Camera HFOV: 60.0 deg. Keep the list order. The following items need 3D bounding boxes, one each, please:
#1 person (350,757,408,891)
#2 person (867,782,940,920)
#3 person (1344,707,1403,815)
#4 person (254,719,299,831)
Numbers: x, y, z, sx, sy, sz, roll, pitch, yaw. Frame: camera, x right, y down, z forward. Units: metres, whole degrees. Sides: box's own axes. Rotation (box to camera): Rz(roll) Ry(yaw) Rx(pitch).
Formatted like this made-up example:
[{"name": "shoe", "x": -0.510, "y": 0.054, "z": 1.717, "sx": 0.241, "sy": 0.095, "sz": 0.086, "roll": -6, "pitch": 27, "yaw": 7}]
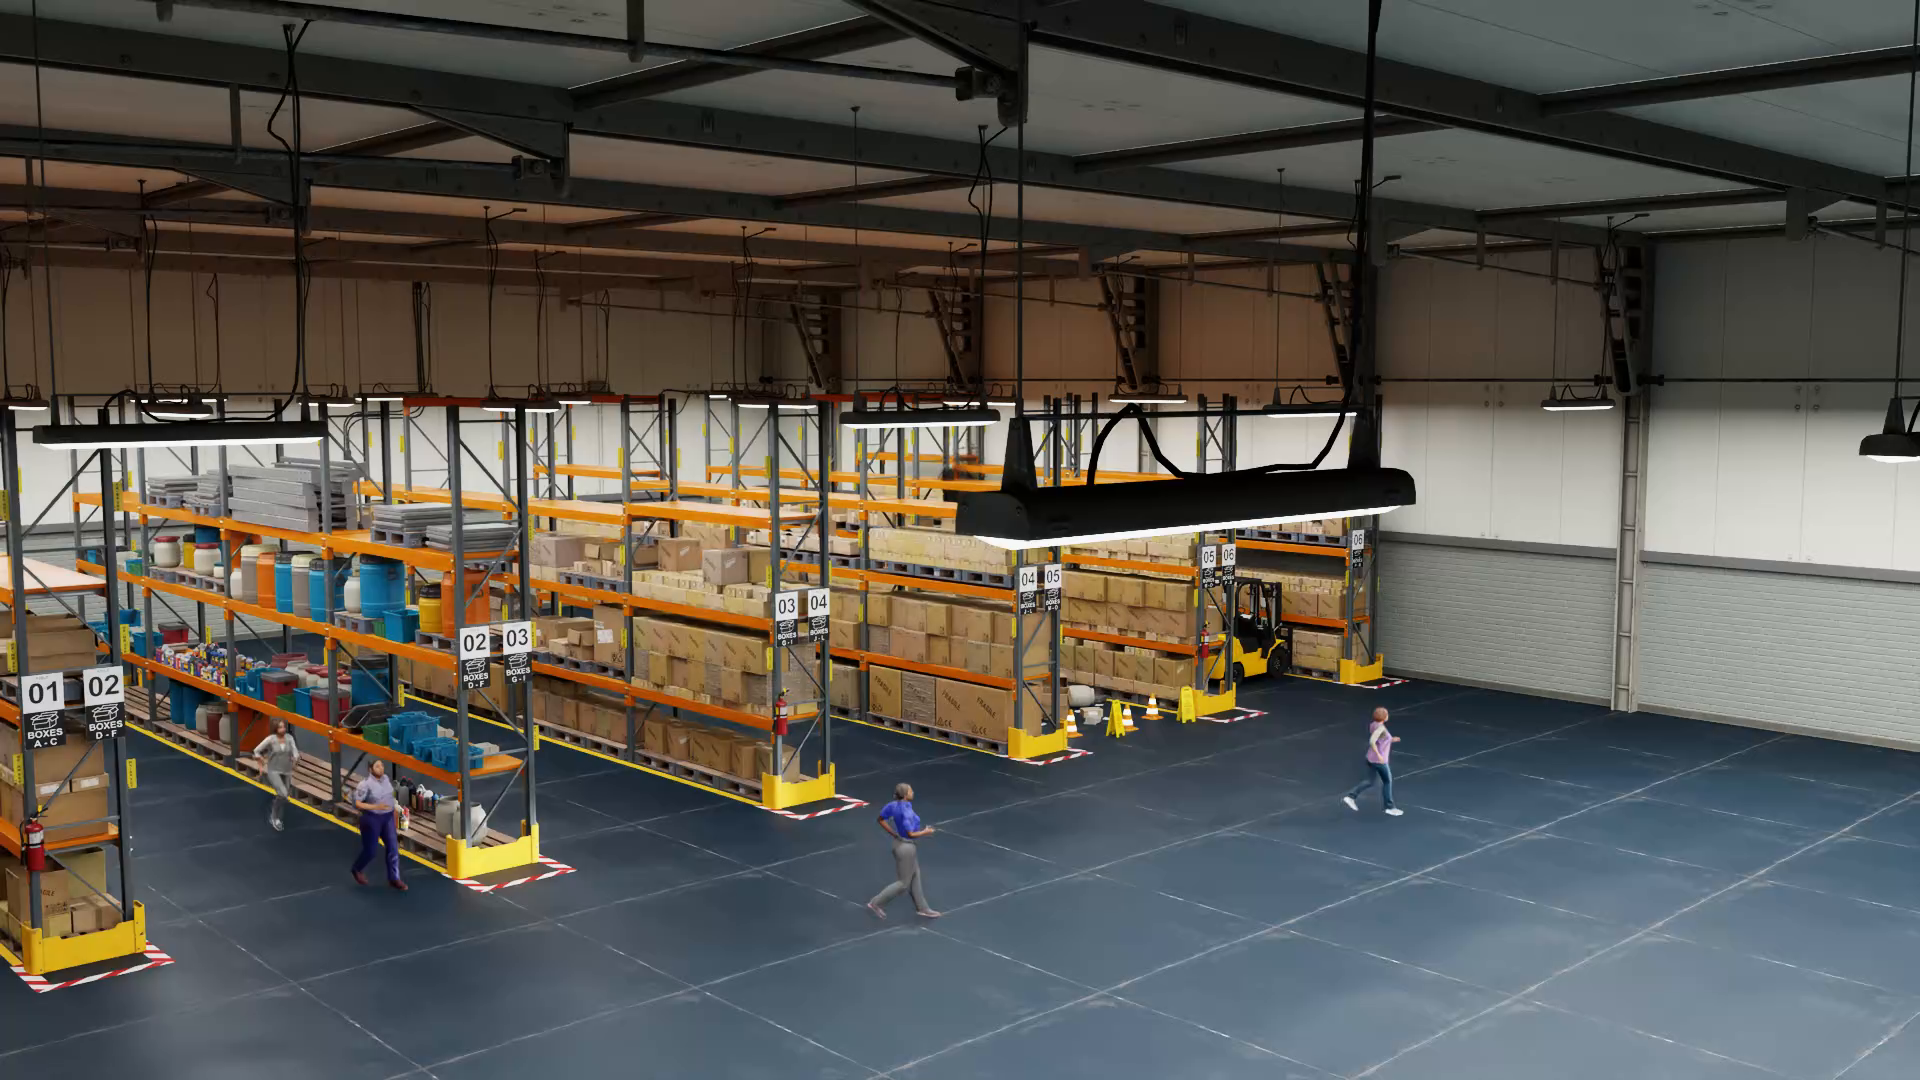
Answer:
[{"name": "person", "x": -7.232, "y": 3.501, "z": 20.631, "sx": 0.838, "sy": 1.638, "sz": 0.621, "roll": 3, "pitch": 7, "yaw": 32}, {"name": "person", "x": -0.656, "y": 3.627, "z": 19.304, "sx": 0.923, "sy": 1.657, "sz": 0.579, "roll": -2, "pitch": 6, "yaw": -22}, {"name": "person", "x": 6.000, "y": 3.194, "z": 23.997, "sx": 0.873, "sy": 1.587, "sz": 0.534, "roll": -1, "pitch": 6, "yaw": -8}, {"name": "person", "x": -9.527, "y": 3.283, "z": 23.293, "sx": 0.731, "sy": 1.579, "sz": 0.501, "roll": 5, "pitch": 7, "yaw": 40}]
